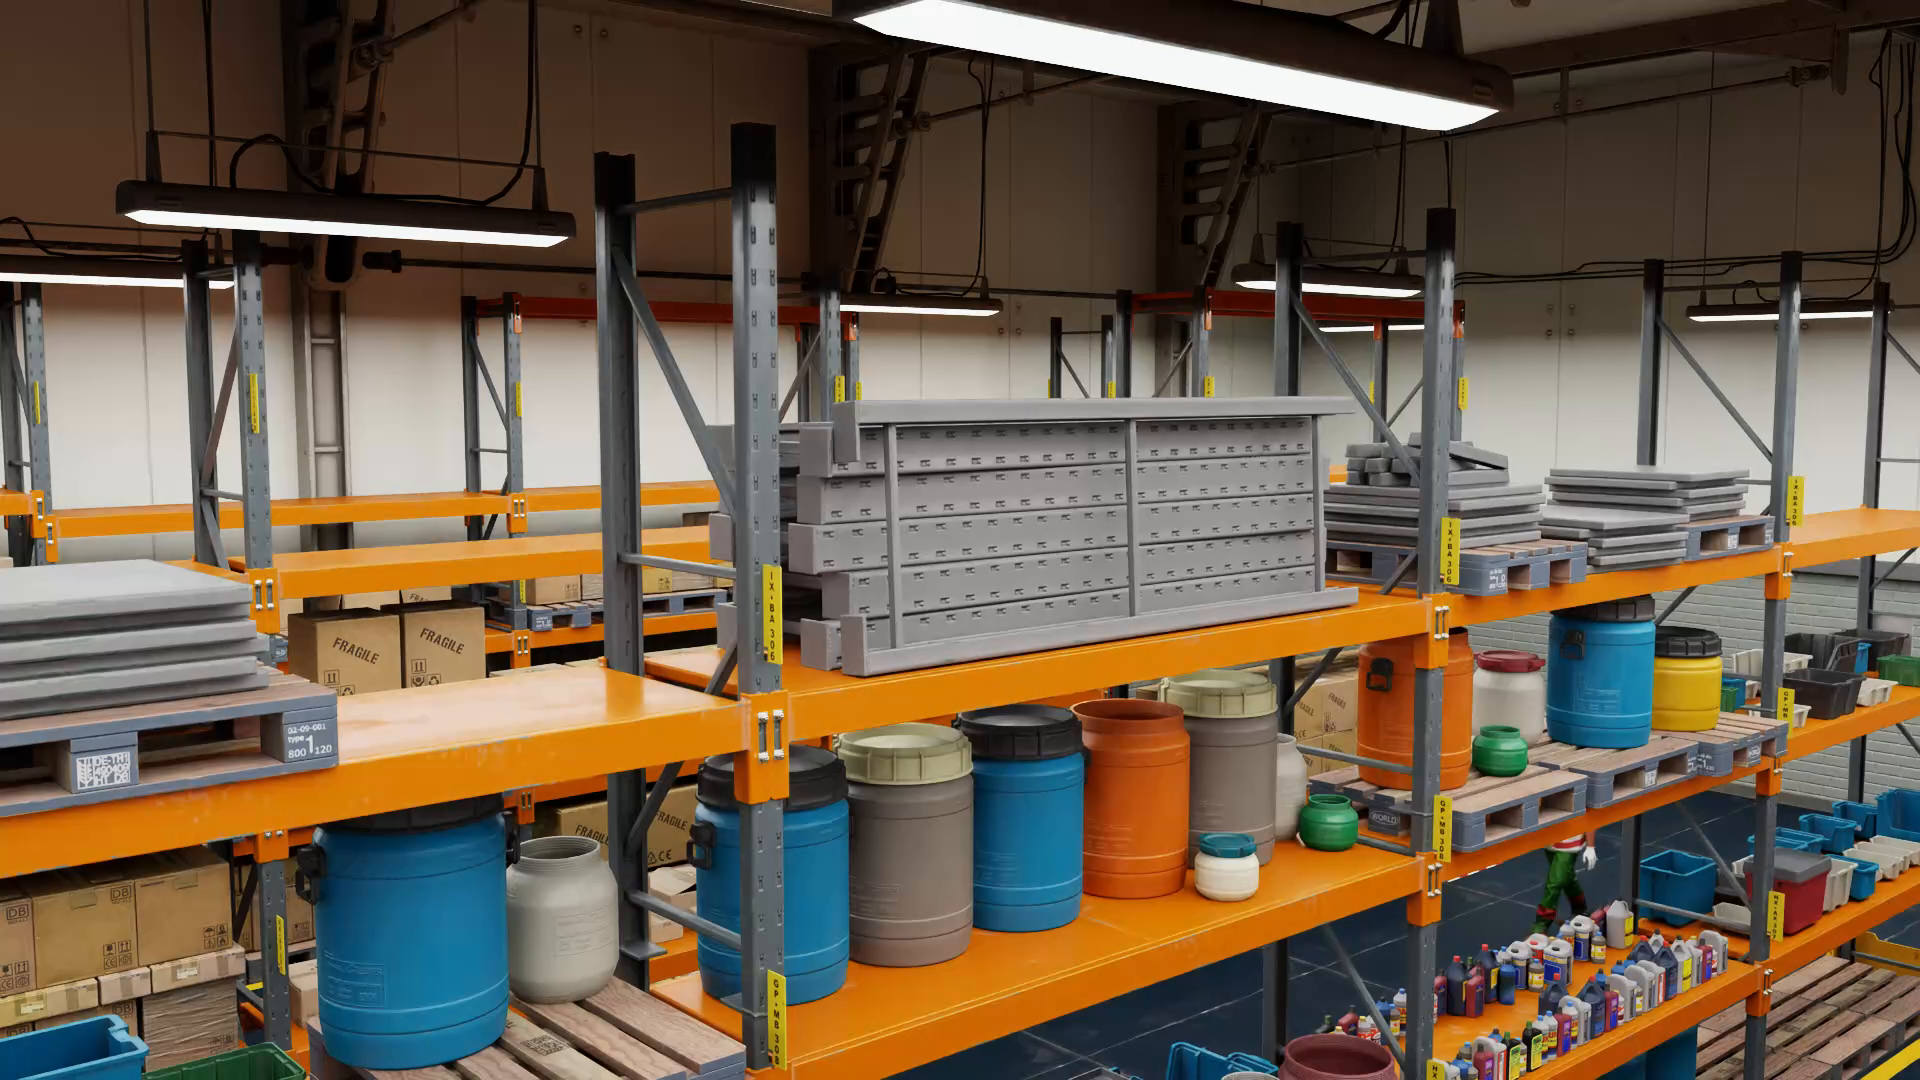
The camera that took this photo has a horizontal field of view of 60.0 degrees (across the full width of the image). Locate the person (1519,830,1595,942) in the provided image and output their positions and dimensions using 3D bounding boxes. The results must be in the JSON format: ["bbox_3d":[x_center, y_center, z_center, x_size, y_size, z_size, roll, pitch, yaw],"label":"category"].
[{"bbox_3d":[5.450,2.809,15.202,1.028,1.729,0.669,-3,6,-29],"label":"person"}]
